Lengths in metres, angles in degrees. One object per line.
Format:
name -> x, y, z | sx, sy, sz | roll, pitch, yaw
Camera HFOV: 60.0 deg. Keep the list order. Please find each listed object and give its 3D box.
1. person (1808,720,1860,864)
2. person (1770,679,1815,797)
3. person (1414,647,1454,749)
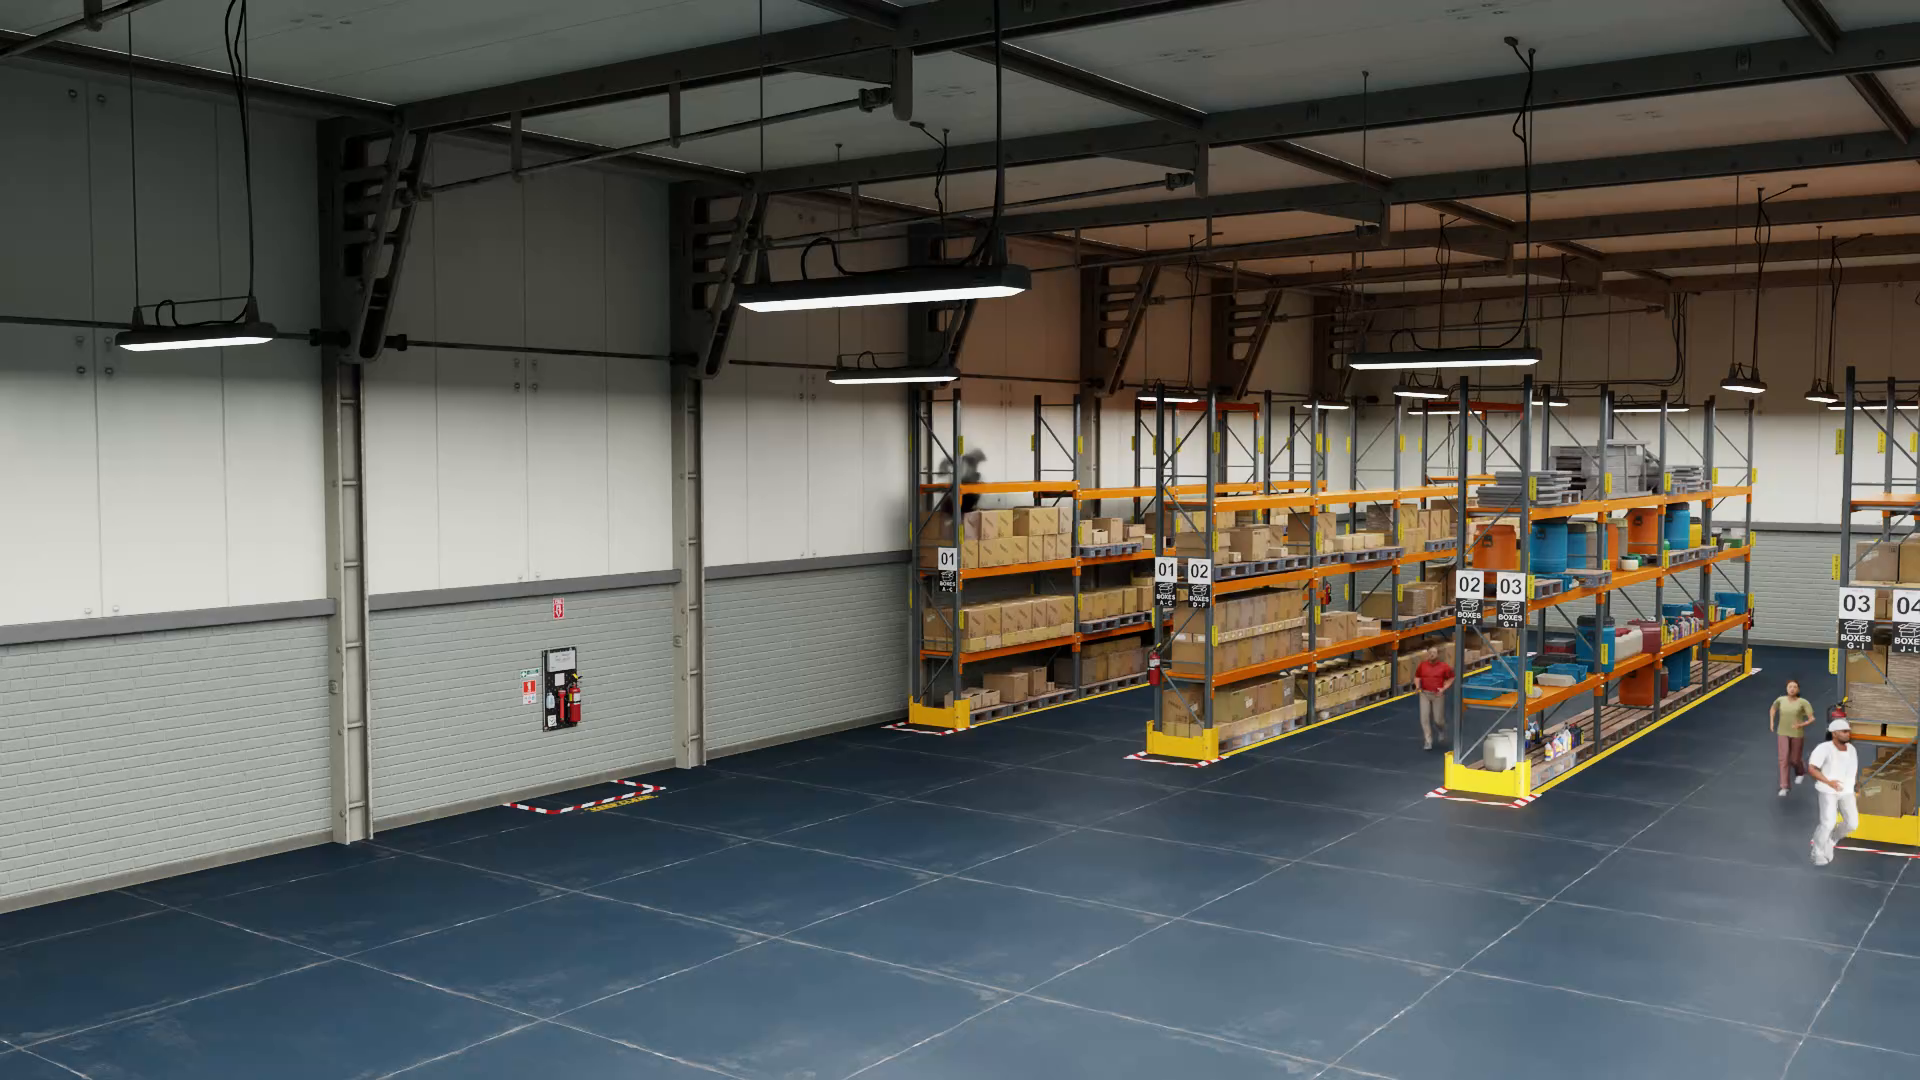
person -> 10.469, 3.006, 19.794 | 0.746, 1.729, 0.595 | 0, 3, -7
person -> 11.895, 2.807, 23.837 | 0.588, 1.631, 1.003 | 2, 4, 35
person -> 7.809, 2.596, 27.463 | 0.664, 1.674, 0.654 | 2, 4, 29
